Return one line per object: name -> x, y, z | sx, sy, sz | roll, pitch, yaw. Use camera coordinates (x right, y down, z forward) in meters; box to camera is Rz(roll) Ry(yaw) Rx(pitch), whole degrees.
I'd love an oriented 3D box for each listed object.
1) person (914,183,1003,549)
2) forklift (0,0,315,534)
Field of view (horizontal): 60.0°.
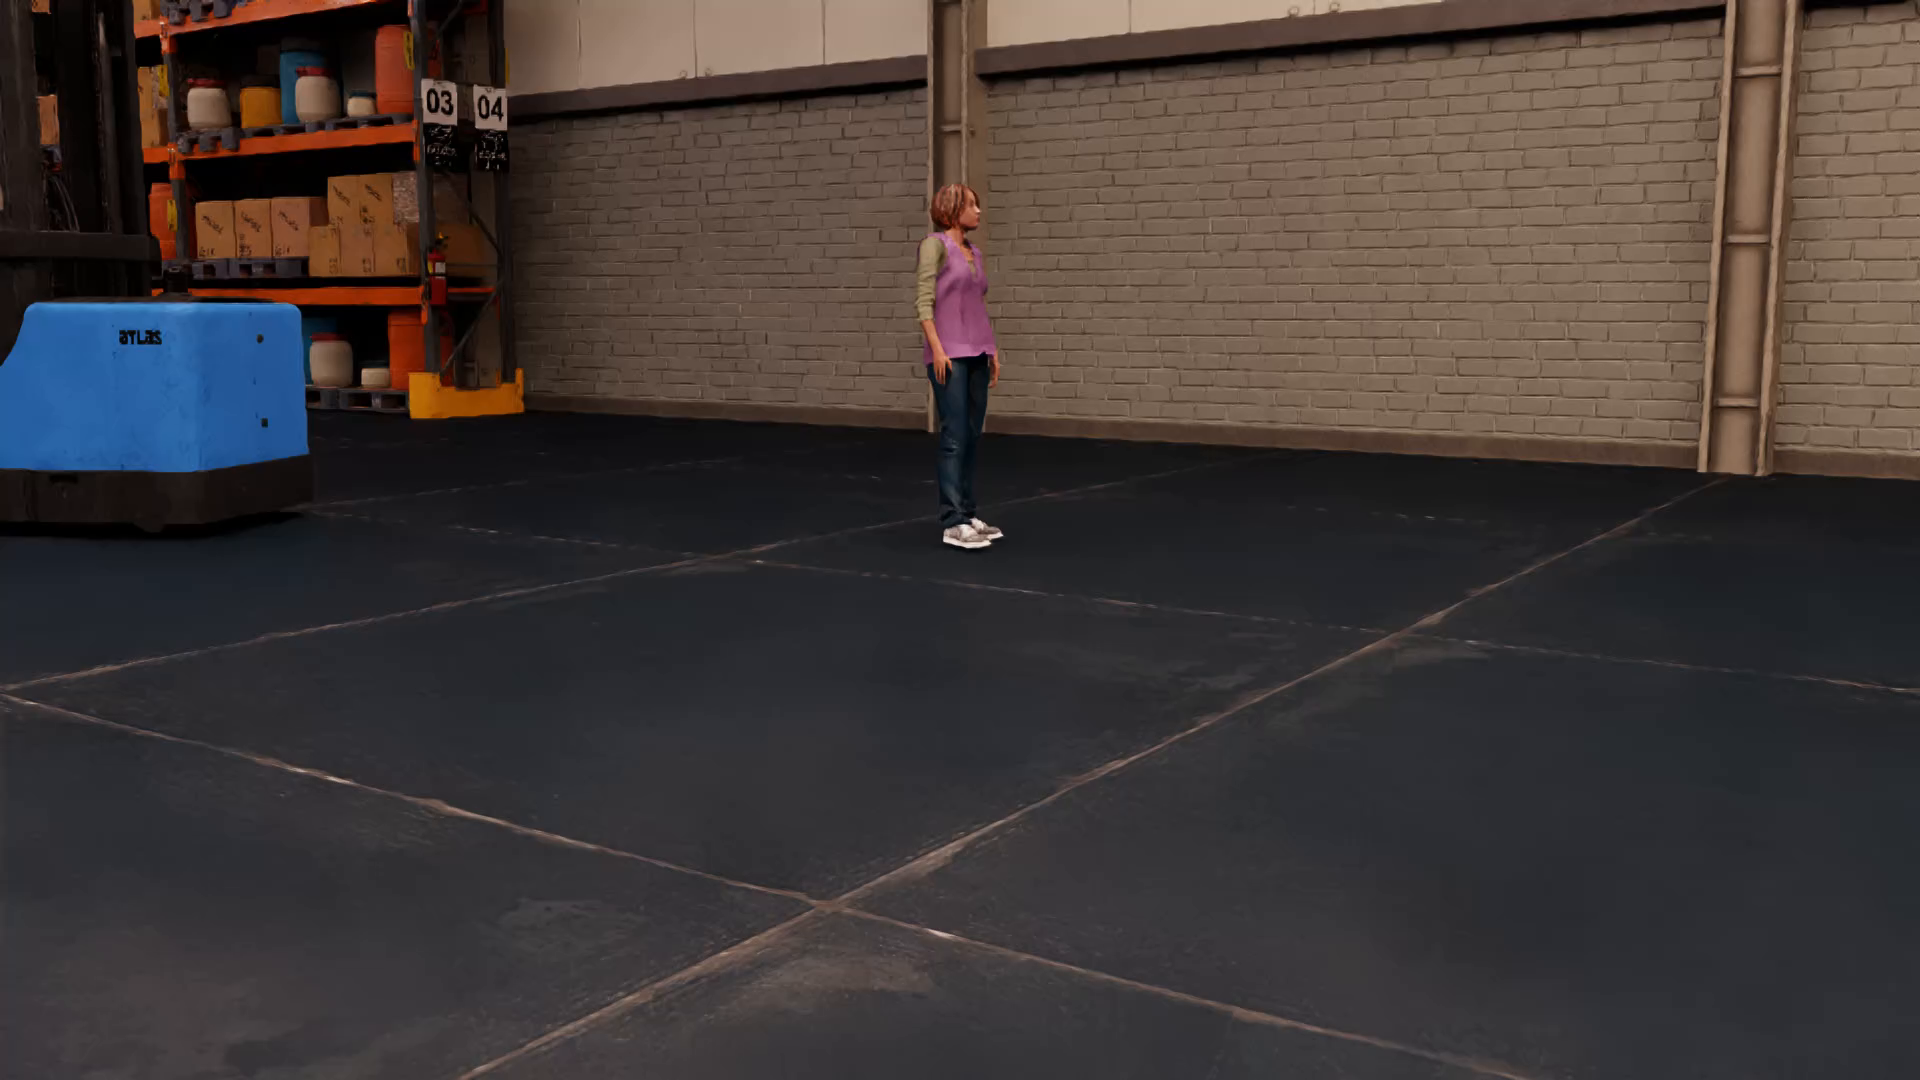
person -> 0.054, -0.790, 7.438 | 0.474, 1.597, 0.520 | 5, 10, 34
forklift -> -4.868, -1.554, 8.122 | 3.031, 2.935, 1.130 | 1, 8, 9
